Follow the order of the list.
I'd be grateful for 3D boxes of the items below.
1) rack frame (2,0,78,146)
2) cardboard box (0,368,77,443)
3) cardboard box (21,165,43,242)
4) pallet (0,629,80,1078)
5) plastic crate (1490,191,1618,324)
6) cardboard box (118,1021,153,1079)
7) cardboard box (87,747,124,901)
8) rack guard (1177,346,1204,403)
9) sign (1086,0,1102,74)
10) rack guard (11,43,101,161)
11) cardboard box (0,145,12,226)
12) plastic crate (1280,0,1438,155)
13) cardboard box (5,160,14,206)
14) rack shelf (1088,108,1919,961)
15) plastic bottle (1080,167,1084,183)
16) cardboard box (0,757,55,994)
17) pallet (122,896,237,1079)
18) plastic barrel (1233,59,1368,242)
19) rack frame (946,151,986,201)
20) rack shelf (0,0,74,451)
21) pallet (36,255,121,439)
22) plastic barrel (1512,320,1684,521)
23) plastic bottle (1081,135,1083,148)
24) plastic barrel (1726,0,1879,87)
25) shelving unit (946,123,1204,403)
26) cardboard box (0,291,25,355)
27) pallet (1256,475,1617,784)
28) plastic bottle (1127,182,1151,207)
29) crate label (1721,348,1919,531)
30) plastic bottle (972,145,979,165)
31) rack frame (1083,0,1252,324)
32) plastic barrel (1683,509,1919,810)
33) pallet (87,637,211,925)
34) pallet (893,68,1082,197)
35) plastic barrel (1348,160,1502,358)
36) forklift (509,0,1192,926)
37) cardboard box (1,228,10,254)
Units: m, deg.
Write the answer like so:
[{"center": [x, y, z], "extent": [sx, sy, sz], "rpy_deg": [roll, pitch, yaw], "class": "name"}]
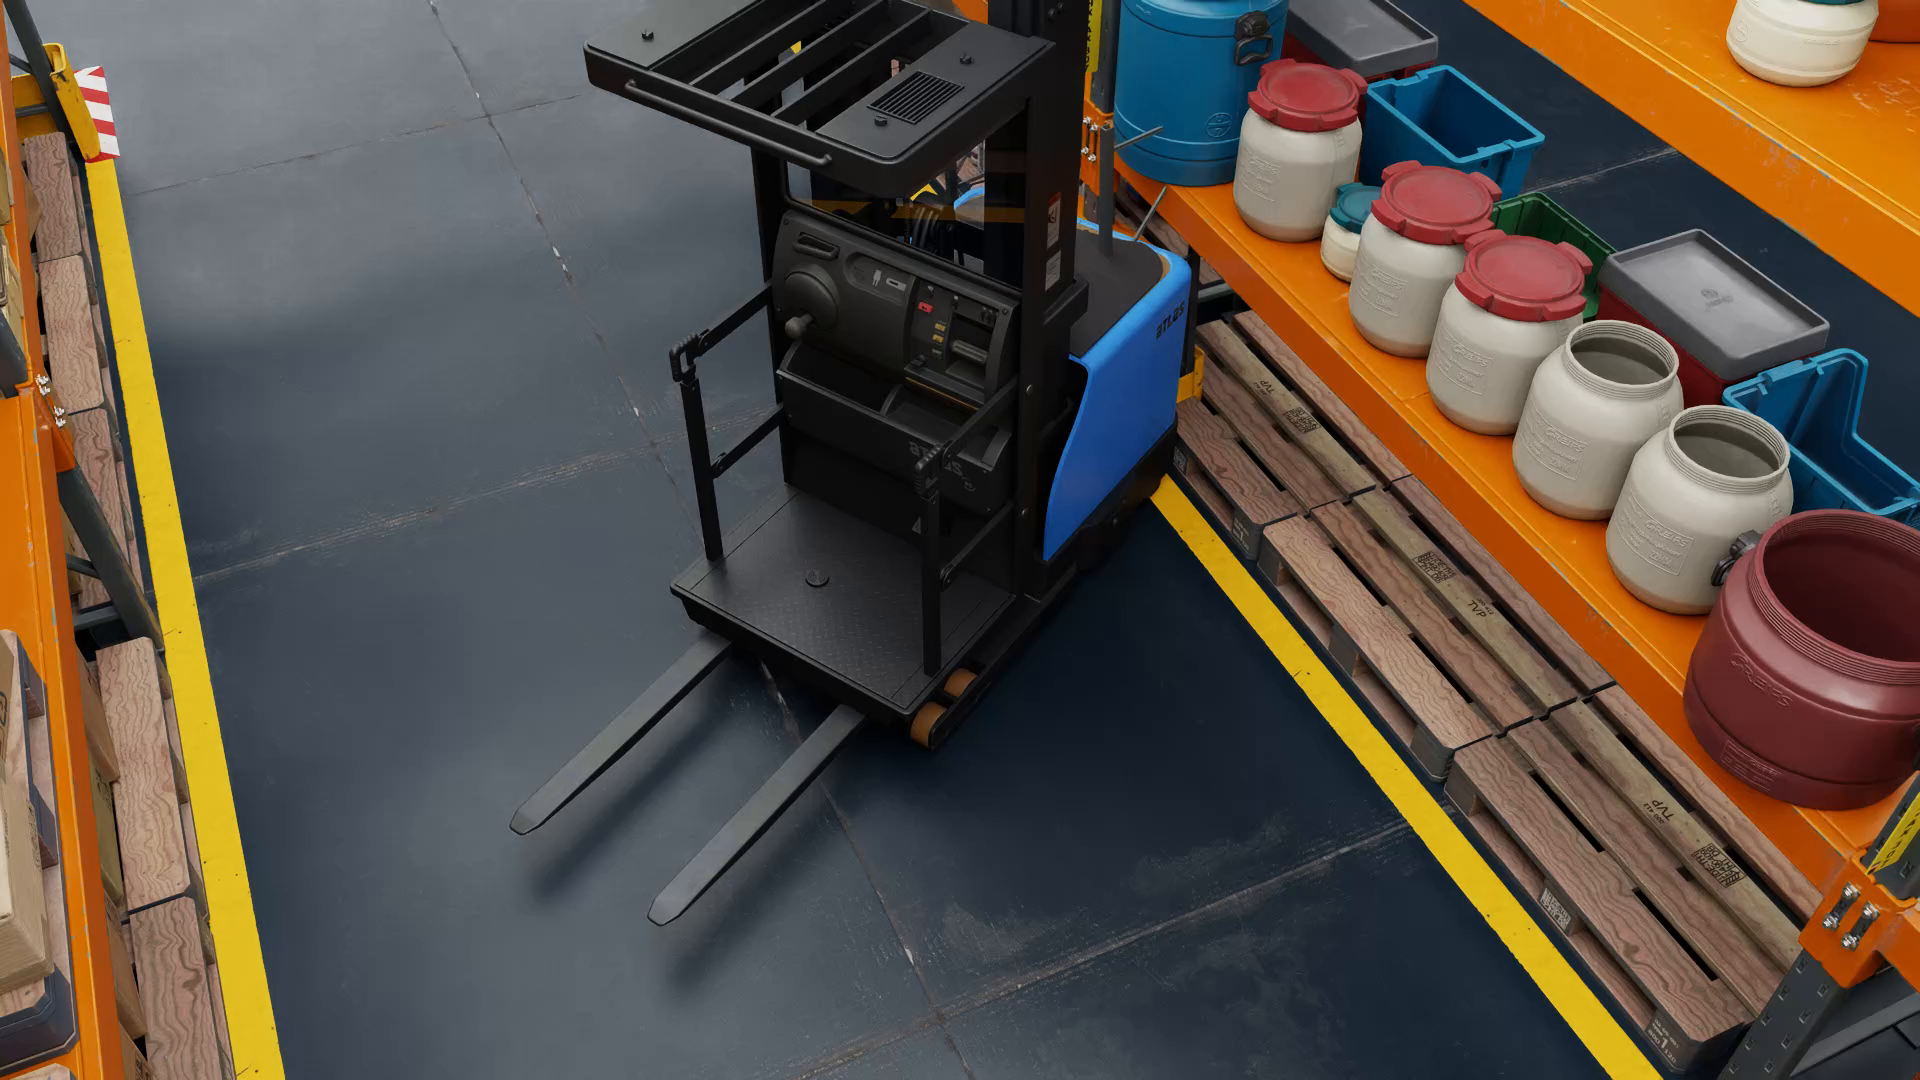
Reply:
[{"center": [-5.179, -3.082, 7.738], "extent": [1.000, 3.000, 0.127], "rpy_deg": [-18, 47, -17], "class": "rack frame"}, {"center": [-3.877, -0.422, 6.523], "extent": [0.500, 0.500, 0.500], "rpy_deg": [-5, 45, -5], "class": "cardboard box"}, {"center": [-4.650, -1.568, 7.685], "extent": [0.500, 0.500, 0.500], "rpy_deg": [-7, 45, -7], "class": "cardboard box"}, {"center": [-2.685, 0.835, 3.905], "extent": [1.003, 0.211, 1.213], "rpy_deg": [-18, 47, -17], "class": "pallet"}, {"center": [1.985, -0.894, 5.671], "extent": [0.450, 0.188, 0.662], "rpy_deg": [-18, 47, -17], "class": "plastic crate"}, {"center": [-2.605, 1.619, 4.440], "extent": [0.700, 0.500, 0.500], "rpy_deg": [-14, 46, -14], "class": "cardboard box"}, {"center": [-3.075, 0.907, 5.162], "extent": [0.700, 0.500, 0.500], "rpy_deg": [-18, 47, -18], "class": "cardboard box"}, {"center": [0.776, -0.587, 6.962], "extent": [0.587, 0.250, 0.087], "rpy_deg": [-28, 49, -23], "class": "rack guard"}, {"center": [0.493, -1.939, 6.383], "extent": [0.100, 0.325, 0.005], "rpy_deg": [-18, 47, -17], "class": "sign"}, {"center": [-5.147, -2.144, 8.567], "extent": [1.175, 0.500, 0.348], "rpy_deg": [-18, 47, -17], "class": "rack guard"}, {"center": [-3.809, -1.309, 5.658], "extent": [0.875, 0.500, 0.500], "rpy_deg": [-18, 47, -17], "class": "cardboard box"}, {"center": [1.478, -1.801, 6.394], "extent": [0.402, 0.464, 0.583], "rpy_deg": [-18, 47, -17], "class": "plastic crate"}, {"center": [-3.720, -1.312, 6.123], "extent": [0.380, 0.149, 0.250], "rpy_deg": [-18, 47, -17], "class": "cardboard box"}, {"center": [1.837, -0.465, 5.598], "extent": [1.077, 0.370, 4.000], "rpy_deg": [-18, 47, -17], "class": "rack shelf"}, {"center": [0.507, -1.690, 7.954], "extent": [0.152, 0.276, 0.135], "rpy_deg": [-18, 47, -17], "class": "plastic bottle"}, {"center": [-2.312, 0.784, 3.628], "extent": [0.500, 0.250, 0.500], "rpy_deg": [-19, 48, -19], "class": "cardboard box"}, {"center": [-2.652, 1.734, 4.843], "extent": [1.003, 0.211, 1.213], "rpy_deg": [-18, 47, -17], "class": "pallet"}, {"center": [1.200, -1.370, 5.906], "extent": [0.433, 0.535, 0.433], "rpy_deg": [0, 45, 0], "class": "plastic barrel"}, {"center": [0.155, -1.590, 7.137], "extent": [0.500, 1.500, 0.032], "rpy_deg": [-28, 49, -23], "class": "rack frame"}, {"center": [-4.338, -1.552, 6.699], "extent": [1.077, 0.370, 4.000], "rpy_deg": [-18, 47, -17], "class": "rack shelf"}, {"center": [-4.329, -0.737, 7.346], "extent": [1.003, 0.211, 1.213], "rpy_deg": [-18, 47, -17], "class": "pallet"}, {"center": [1.875, -0.348, 4.887], "extent": [0.421, 0.512, 0.421], "rpy_deg": [0, 45, 0], "class": "plastic barrel"}, {"center": [0.652, -2.151, 8.421], "extent": [0.152, 0.276, 0.135], "rpy_deg": [-18, 47, -17], "class": "plastic bottle"}, {"center": [1.932, -1.207, 3.800], "extent": [0.301, 0.262, 0.301], "rpy_deg": [0, 45, 0], "class": "plastic barrel"}, {"center": [0.456, -1.306, 6.825], "extent": [0.587, 1.500, 1.083], "rpy_deg": [-28, 49, -23], "class": "shelving unit"}, {"center": [-3.315, -0.670, 5.472], "extent": [0.380, 0.149, 0.250], "rpy_deg": [-18, 47, -17], "class": "cardboard box"}, {"center": [1.879, 0.264, 6.332], "extent": [1.003, 0.211, 1.213], "rpy_deg": [-18, 47, -17], "class": "pallet"}, {"center": [0.903, -1.804, 8.015], "extent": [0.144, 0.351, 0.185], "rpy_deg": [-18, 47, -17], "class": "plastic bottle"}, {"center": [2.506, -0.173, 4.764], "extent": [0.502, 0.435, 0.616], "rpy_deg": [-18, 47, -17], "class": "crate label"}, {"center": [0.108, -1.982, 8.302], "extent": [0.097, 0.201, 0.097], "rpy_deg": [0, 45, 0], "class": "plastic bottle"}, {"center": [0.996, -1.996, 6.637], "extent": [1.000, 3.000, 0.127], "rpy_deg": [-18, 47, -17], "class": "rack frame"}, {"center": [2.208, 0.298, 4.215], "extent": [0.600, 0.536, 0.708], "rpy_deg": [-18, 47, -17], "class": "plastic barrel"}, {"center": [-3.169, 0.955, 5.632], "extent": [1.003, 0.211, 1.213], "rpy_deg": [-18, 47, -17], "class": "pallet"}, {"center": [0.235, -2.222, 8.852], "extent": [1.003, 0.211, 1.213], "rpy_deg": [-18, 47, -17], "class": "pallet"}, {"center": [1.508, -0.902, 5.432], "extent": [0.433, 0.535, 0.433], "rpy_deg": [0, 45, 0], "class": "plastic barrel"}, {"center": [-0.353, -0.683, 5.355], "extent": [1.130, 2.935, 3.031], "rpy_deg": [26, 50, 24], "class": "forklift"}, {"center": [-3.539, -0.984, 5.790], "extent": [0.380, 0.149, 0.250], "rpy_deg": [-18, 47, -17], "class": "cardboard box"}]
